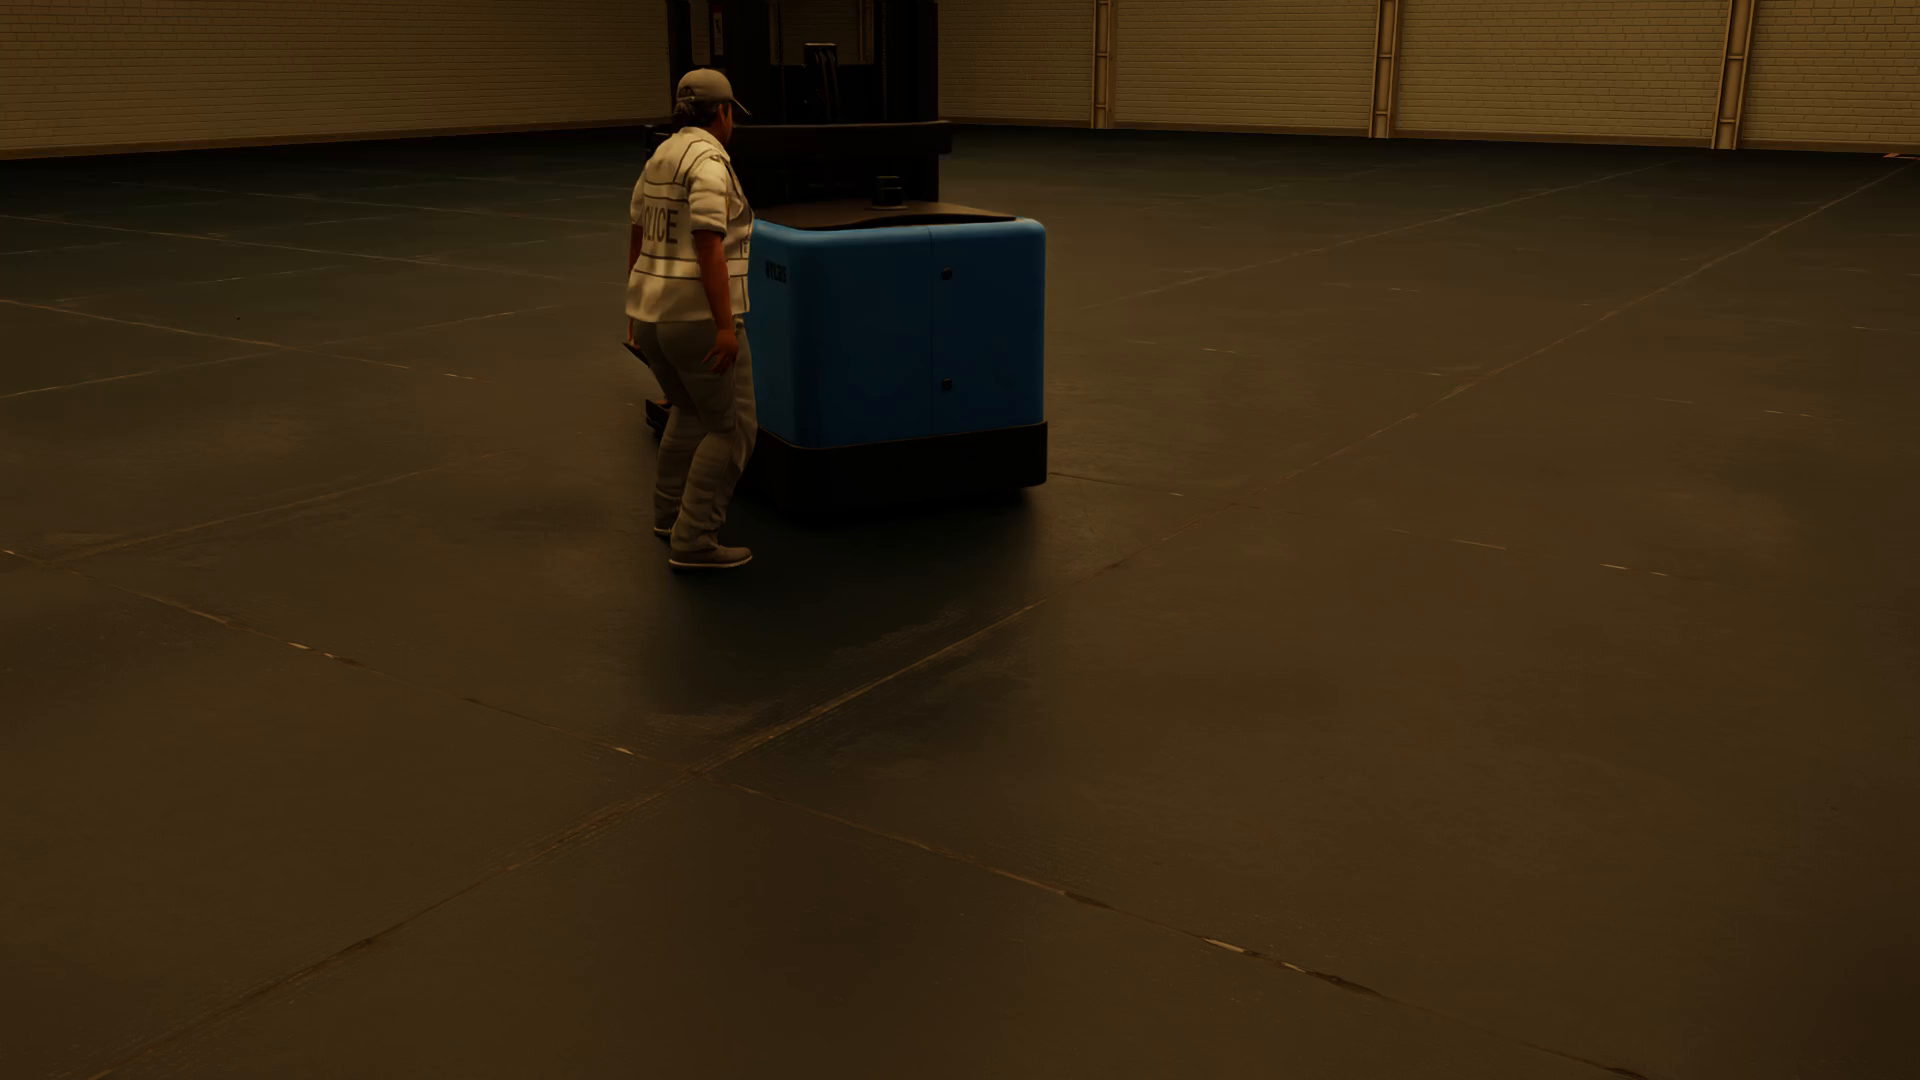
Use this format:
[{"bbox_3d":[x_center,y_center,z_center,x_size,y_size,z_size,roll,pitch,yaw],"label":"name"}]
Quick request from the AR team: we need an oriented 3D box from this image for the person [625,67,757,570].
[{"bbox_3d":[-0.887,-0.740,5.601,0.470,1.637,0.816,-12,20,-35],"label":"person"}]

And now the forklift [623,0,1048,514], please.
[{"bbox_3d":[-0.770,-1.876,7.107,1.130,2.935,3.031,-8,18,-25],"label":"forklift"}]
